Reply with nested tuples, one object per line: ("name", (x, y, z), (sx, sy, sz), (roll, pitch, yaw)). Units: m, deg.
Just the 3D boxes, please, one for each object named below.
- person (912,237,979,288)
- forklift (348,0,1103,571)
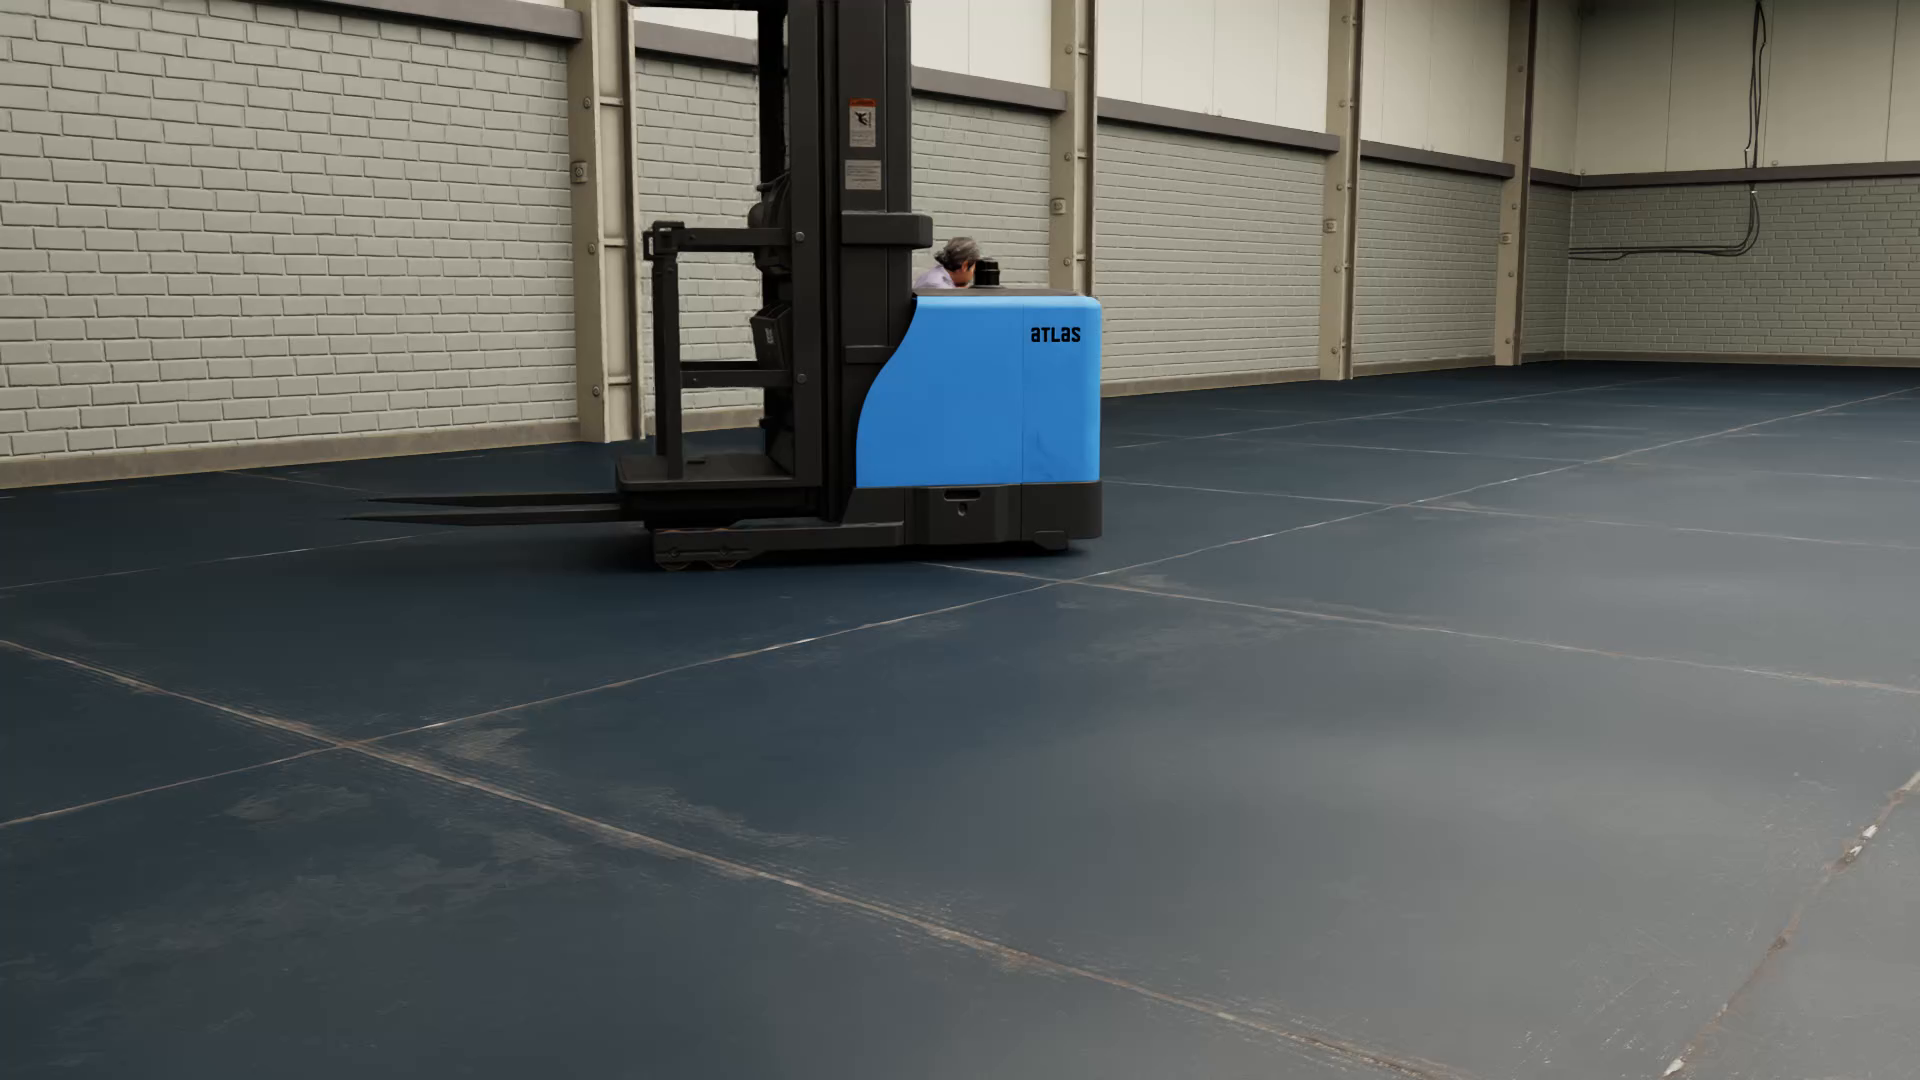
("person", (0.003, -0.824, 8.349), (0.760, 1.377, 1.526), (-1, 8, -7))
("forklift", (-0.973, -1.411, 6.927), (3.031, 2.935, 1.130), (-2, 9, -13))
